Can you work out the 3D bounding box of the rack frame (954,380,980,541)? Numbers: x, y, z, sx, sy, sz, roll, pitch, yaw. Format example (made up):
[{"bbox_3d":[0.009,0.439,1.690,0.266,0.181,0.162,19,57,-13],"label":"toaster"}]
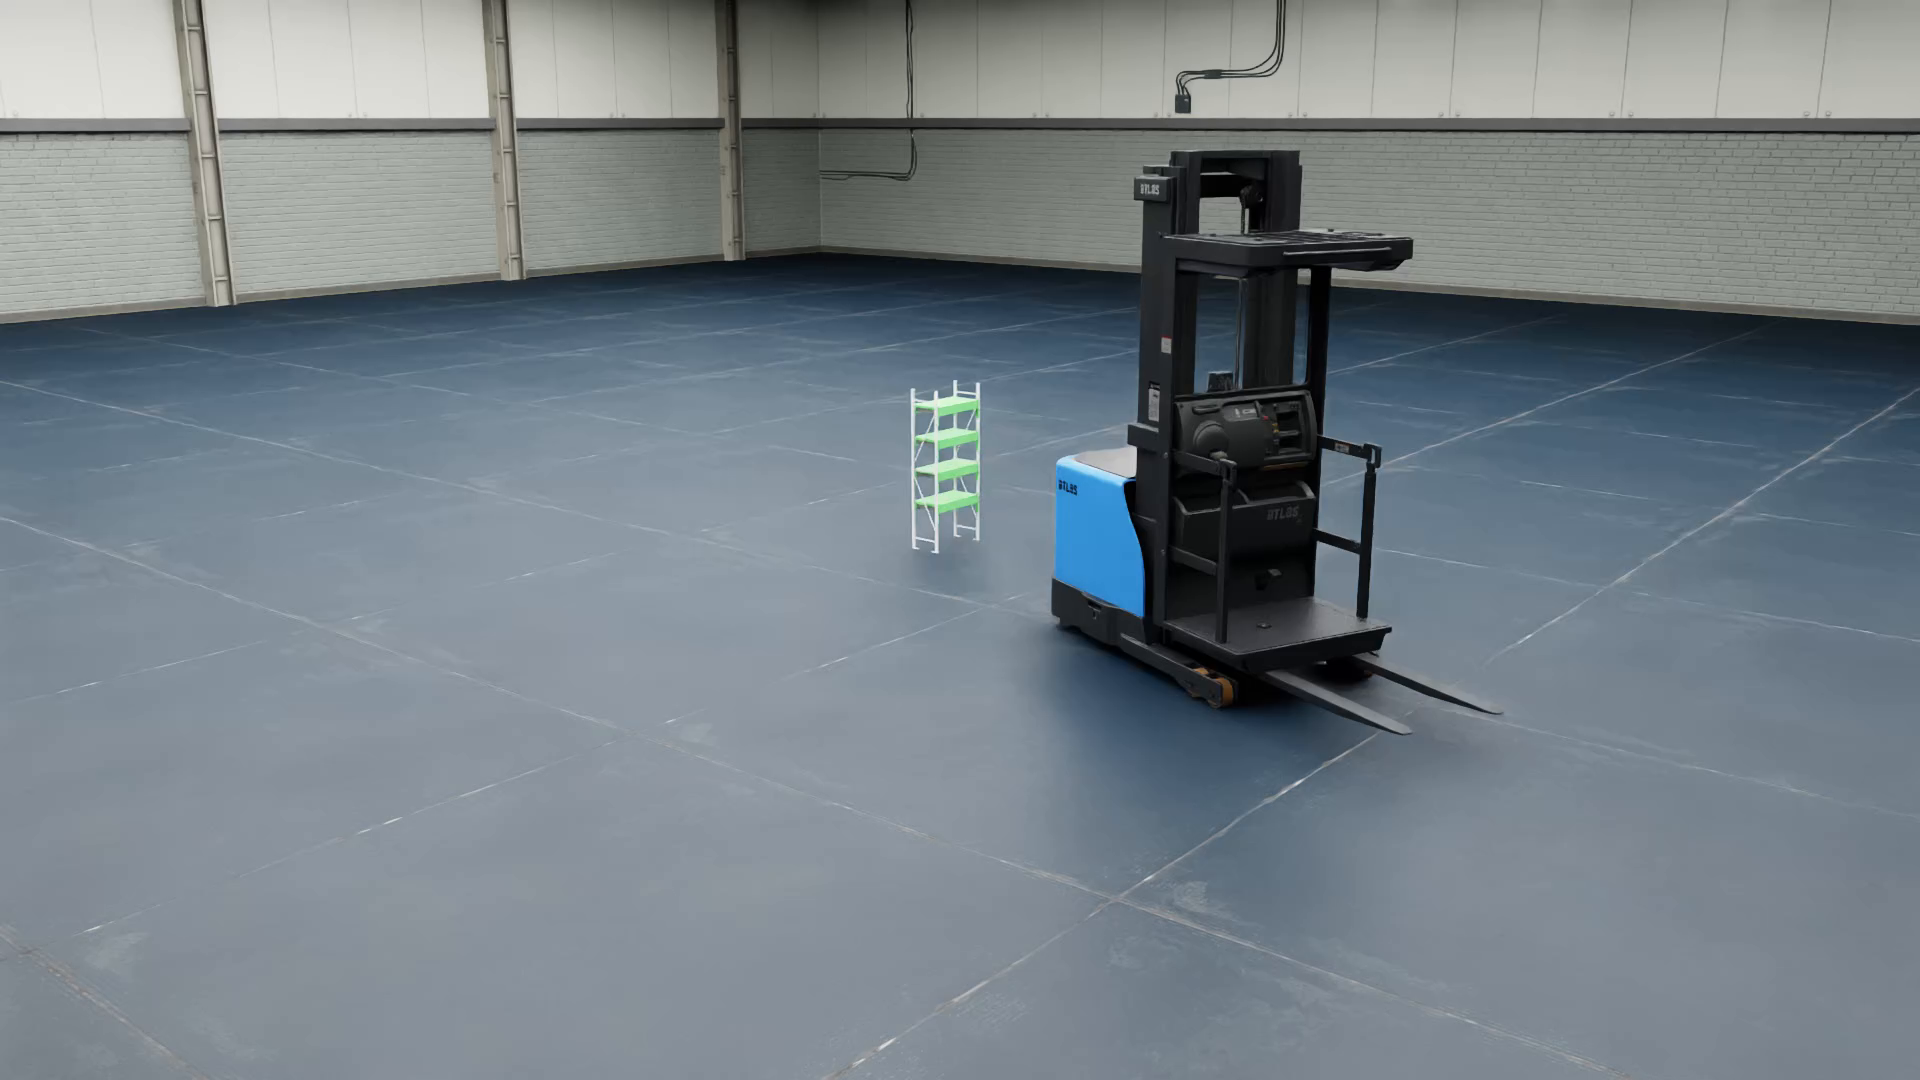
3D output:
[{"bbox_3d":[0.049,-0.597,12.534,0.240,1.200,0.015,11,18,38],"label":"rack frame"}]

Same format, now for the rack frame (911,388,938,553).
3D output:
[{"bbox_3d":[-0.257,-0.503,12.166,0.240,1.200,0.015,11,18,38],"label":"rack frame"}]

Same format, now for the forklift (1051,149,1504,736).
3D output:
[{"bbox_3d":[1.718,-0.633,9.162,1.130,2.935,3.031,-8,16,-27],"label":"forklift"}]

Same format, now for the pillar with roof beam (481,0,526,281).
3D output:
[{"bbox_3d":[-5.501,-8.856,29.208,9.100,9.000,0.400,11,18,38],"label":"pillar with roof beam"}]

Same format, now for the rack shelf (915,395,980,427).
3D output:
[{"bbox_3d":[-0.104,-0.953,12.248,0.258,0.148,0.480,11,18,38],"label":"rack shelf"}]

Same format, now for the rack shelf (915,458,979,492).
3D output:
[{"bbox_3d":[-0.104,-0.488,12.366,0.258,0.148,0.480,11,18,38],"label":"rack shelf"}]

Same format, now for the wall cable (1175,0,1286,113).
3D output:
[{"bbox_3d":[5.176,-11.207,31.556,2.305,6.003,0.169,11,18,38],"label":"wall cable"}]

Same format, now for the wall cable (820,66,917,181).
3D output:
[{"bbox_3d":[-2.198,-9.526,38.152,3.097,2.526,0.112,11,18,38],"label":"wall cable"}]

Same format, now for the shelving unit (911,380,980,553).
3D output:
[{"bbox_3d":[-0.104,-0.550,12.350,0.258,1.200,0.503,11,18,38],"label":"shelving unit"}]

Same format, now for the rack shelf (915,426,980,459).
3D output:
[{"bbox_3d":[-0.104,-0.721,12.307,0.258,0.148,0.480,11,18,38],"label":"rack shelf"}]

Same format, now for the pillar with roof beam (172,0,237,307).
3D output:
[{"bbox_3d":[-9.272,-7.707,24.685,9.100,9.000,0.400,11,18,38],"label":"pillar with roof beam"}]

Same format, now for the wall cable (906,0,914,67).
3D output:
[{"bbox_3d":[-0.094,-11.555,35.882,3.097,2.526,0.112,11,18,38],"label":"wall cable"}]

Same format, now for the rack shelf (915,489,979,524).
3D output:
[{"bbox_3d":[-0.104,-0.255,12.425,0.258,0.148,0.480,11,18,38],"label":"rack shelf"}]

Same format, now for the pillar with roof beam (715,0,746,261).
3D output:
[{"bbox_3d":[-1.730,-10.005,33.732,9.100,9.000,0.400,11,18,38],"label":"pillar with roof beam"}]
